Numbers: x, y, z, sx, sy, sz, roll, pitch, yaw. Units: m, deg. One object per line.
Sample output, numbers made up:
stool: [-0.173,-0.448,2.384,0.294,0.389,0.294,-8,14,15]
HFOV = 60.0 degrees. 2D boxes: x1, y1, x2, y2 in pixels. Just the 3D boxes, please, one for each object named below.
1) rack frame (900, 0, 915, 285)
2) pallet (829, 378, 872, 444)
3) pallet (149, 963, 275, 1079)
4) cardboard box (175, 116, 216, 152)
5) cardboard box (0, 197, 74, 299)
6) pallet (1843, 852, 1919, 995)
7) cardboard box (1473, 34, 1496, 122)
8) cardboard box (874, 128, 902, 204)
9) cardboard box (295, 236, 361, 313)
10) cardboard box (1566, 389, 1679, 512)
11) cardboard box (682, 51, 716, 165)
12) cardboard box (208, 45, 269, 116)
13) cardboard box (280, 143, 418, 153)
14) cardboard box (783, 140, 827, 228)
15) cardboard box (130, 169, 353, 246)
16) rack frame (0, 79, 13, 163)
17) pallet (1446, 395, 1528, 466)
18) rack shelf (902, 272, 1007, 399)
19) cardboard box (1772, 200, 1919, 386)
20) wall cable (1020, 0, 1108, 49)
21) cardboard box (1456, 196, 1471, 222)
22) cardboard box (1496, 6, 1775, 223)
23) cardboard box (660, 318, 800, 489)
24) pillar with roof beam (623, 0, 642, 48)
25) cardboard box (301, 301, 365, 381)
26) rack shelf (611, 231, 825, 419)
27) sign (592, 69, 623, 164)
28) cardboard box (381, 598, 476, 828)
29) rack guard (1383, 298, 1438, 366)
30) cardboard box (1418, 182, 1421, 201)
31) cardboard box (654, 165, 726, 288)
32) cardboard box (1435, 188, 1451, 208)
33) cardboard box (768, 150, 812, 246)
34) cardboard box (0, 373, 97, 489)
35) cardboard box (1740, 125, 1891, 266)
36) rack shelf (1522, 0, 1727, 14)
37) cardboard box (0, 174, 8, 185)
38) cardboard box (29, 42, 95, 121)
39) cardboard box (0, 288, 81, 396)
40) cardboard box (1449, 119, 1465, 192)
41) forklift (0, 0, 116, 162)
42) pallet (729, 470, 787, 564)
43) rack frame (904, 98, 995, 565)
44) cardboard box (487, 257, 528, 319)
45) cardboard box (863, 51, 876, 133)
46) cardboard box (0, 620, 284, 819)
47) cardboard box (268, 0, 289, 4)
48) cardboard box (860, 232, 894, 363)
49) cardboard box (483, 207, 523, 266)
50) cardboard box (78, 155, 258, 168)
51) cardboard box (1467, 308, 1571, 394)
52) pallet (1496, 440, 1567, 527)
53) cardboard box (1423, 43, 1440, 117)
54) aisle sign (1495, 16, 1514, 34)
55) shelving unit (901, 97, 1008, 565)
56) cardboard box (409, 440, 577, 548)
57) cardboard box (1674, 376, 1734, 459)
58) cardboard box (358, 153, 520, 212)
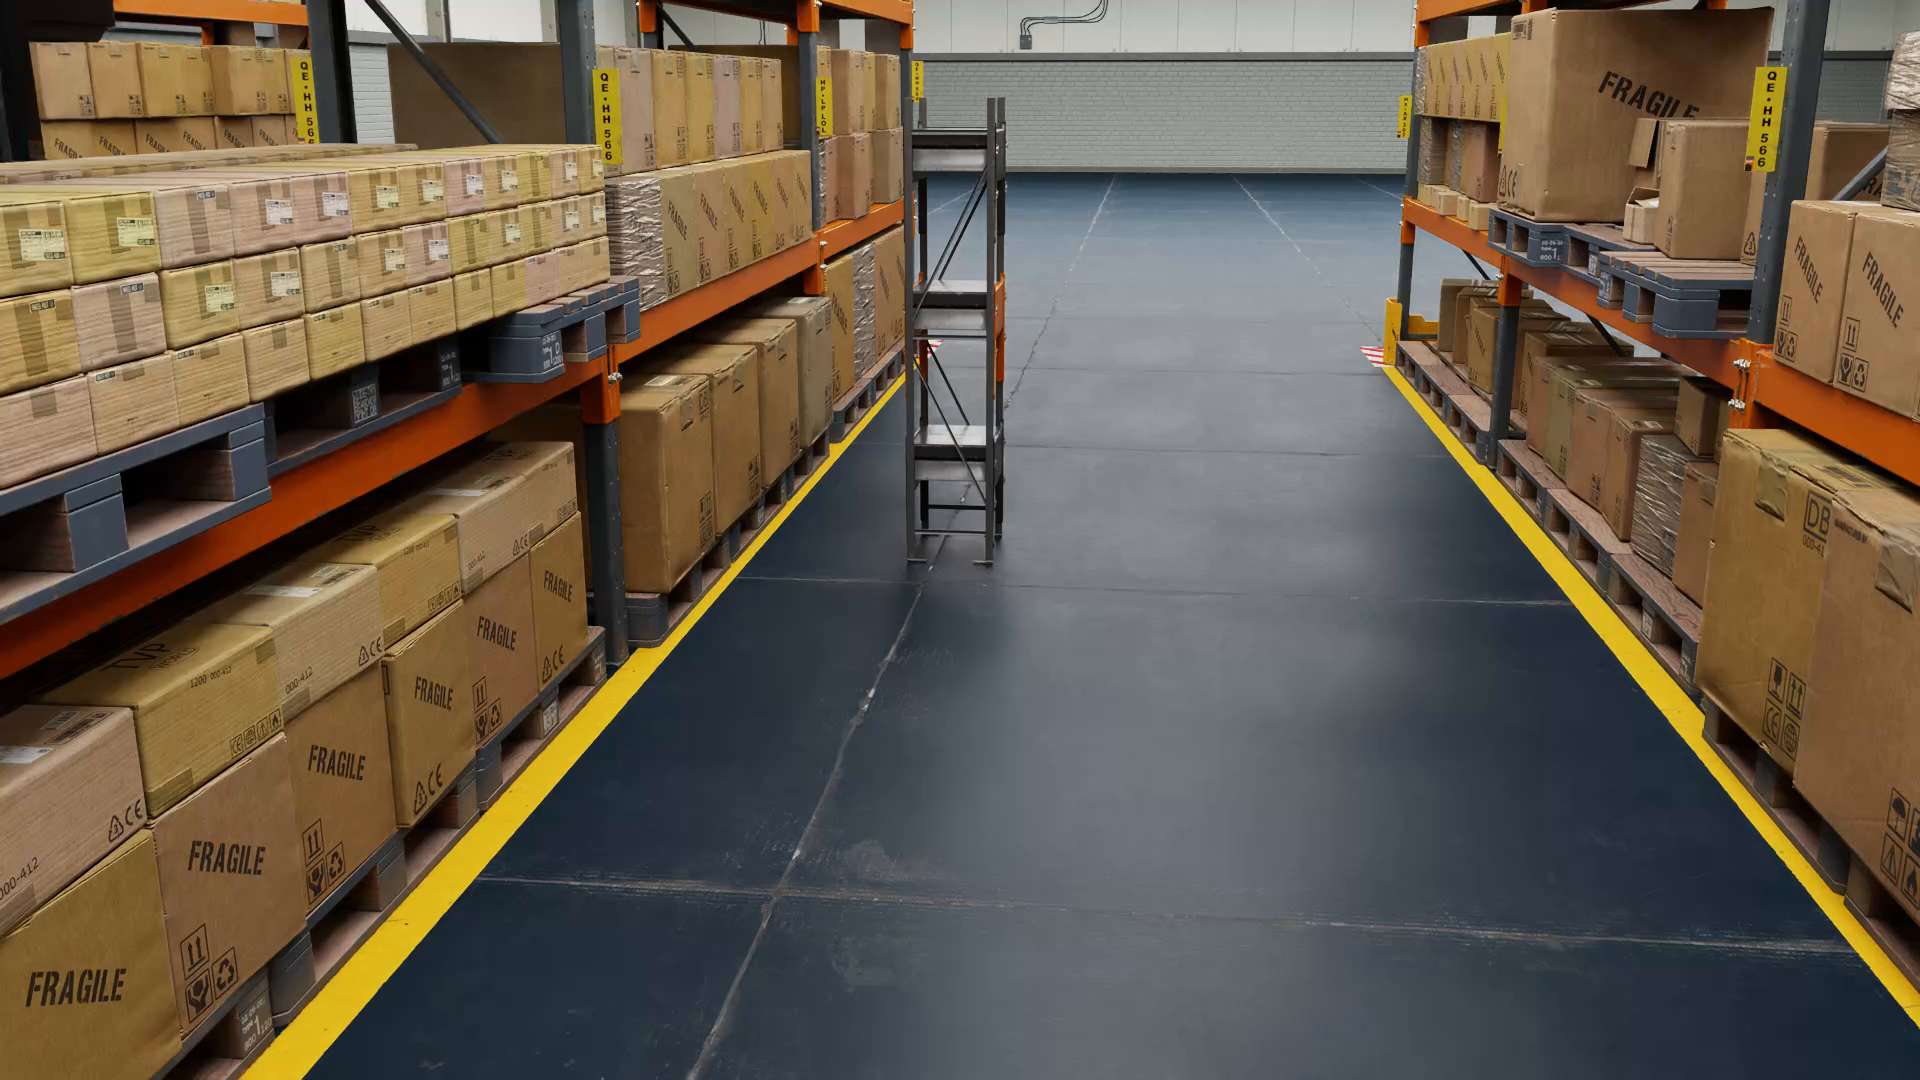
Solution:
rack frame: [-0.885,-3.062,13.738,1.000,3.000,0.127,2,15,6]
pallet: [-1.173,-0.873,10.986,1.003,0.211,1.213,2,15,6]
pallet: [-2.153,1.195,3.339,1.003,0.211,1.213,2,15,6]
cardboard box: [-5.799,-2.834,12.134,0.500,0.500,0.500,2,15,7]
cardboard box: [-1.712,-0.479,2.724,0.380,0.149,0.250,2,15,8]
pallet: [2.825,1.049,3.877,1.003,0.211,1.213,2,15,6]
cardboard box: [3.413,-2.781,10.023,0.500,0.500,0.500,2,15,6]
cardboard box: [-0.922,-2.893,12.828,0.875,0.550,0.550,2,15,6]
cardboard box: [-1.594,-0.603,3.754,0.380,0.149,0.250,1,15,5]
cardboard box: [3.355,-0.431,7.954,0.700,0.500,0.500,0,15,1]
cardboard box: [-1.558,-2.031,7.819,0.700,0.500,0.500,2,15,6]
cardboard box: [-5.675,-3.450,12.499,0.700,0.500,0.500,2,15,6]
cardboard box: [-2.033,-1.240,5.539,0.380,0.149,0.250,2,15,6]
cardboard box: [-1.307,-2.193,10.237,0.875,0.550,0.550,2,15,6]
cardboard box: [-1.593,-0.742,3.696,0.380,0.149,0.250,2,15,8]
rack frame: [-6.266,-2.144,10.344,1.000,3.000,0.127,2,15,6]
pallet: [3.621,-0.681,10.276,1.003,0.211,1.213,2,15,6]
rack shelf: [-0.019,-0.957,7.733,0.431,0.518,0.480,2,15,6]
cardboard box: [2.804,-0.745,4.978,0.500,0.500,0.500,2,15,8]
wall cable: [2.741,-15.932,43.328,2.305,6.003,0.169,2,15,6]
cardboard box: [3.497,-2.184,10.972,0.380,0.149,0.250,2,15,6]
cardboard box: [3.352,-2.142,8.384,1.000,1.000,1.000,2,15,7]
cardboard box: [-1.430,-0.727,8.610,1.050,0.750,0.750,2,15,6]
pillar with roof beam: [-4.059,-13.722,41.671,9.100,9.000,0.400,2,15,6]
cardboard box: [-1.595,-0.458,3.787,0.380,0.149,0.250,1,15,5]
rack shelf: [-1.562,-1.158,8.077,1.077,0.370,4.000,2,15,6]
sign: [-1.247,-1.494,5.874,0.100,0.325,0.005,2,15,6]
cardboard box: [-1.708,0.468,4.670,0.500,0.500,0.500,1,15,4]
rack guard: [4.023,-1.663,13.354,1.175,0.500,0.348,2,15,6]
cardboard box: [3.763,-2.701,12.886,0.380,0.149,0.250,2,15,6]
cardboard box: [-1.357,-1.406,7.425,0.500,0.500,0.500,2,15,6]
cardboard box: [3.630,-2.442,11.929,0.380,0.149,0.250,2,15,6]
cardboard box: [-1.130,-1.929,9.359,0.500,0.500,0.500,2,15,6]
cardboard box: [-1.712,-0.191,2.800,0.380,0.149,0.250,2,15,7]
cardboard box: [3.150,-1.207,5.882,0.500,0.500,0.500,0,15,-1]
rack shelf: [3.355,-2.434,7.048,1.077,0.370,4.000,2,15,6]
cardboard box: [-2.266,-0.696,3.527,0.380,0.149,0.250,1,15,4]
cardboard box: [-6.001,-2.926,10.560,0.700,0.500,0.500,2,15,6]
cardboard box: [-1.710,-0.330,2.744,0.380,0.149,0.250,1,15,5]
cardboard box: [3.906,-2.678,11.557,0.875,0.500,0.500,2,15,6]
forklift: [-4.009,-1.109,6.647,1.130,2.935,3.031,1,15,2]
pallet: [-1.484,-0.158,8.344,1.003,0.211,1.213,2,15,6]
rack frame: [-0.046,-0.907,7.495,0.400,2.100,0.015,2,15,6]
cardboard box: [-1.477,-0.731,4.796,0.380,0.149,0.250,1,15,6]
cardboard box: [-1.064,-3.132,11.643,0.875,0.550,0.500,2,15,6]
cardboard box: [-1.835,0.371,3.593,0.500,0.250,0.500,2,15,8]
cardboard box: [-5.573,-4.342,13.207,0.380,0.149,0.250,2,15,7]
cardboard box: [-0.993,-1.833,12.459,0.875,0.875,0.875,1,15,5]
cardboard box: [-1.475,-0.868,4.732,0.380,0.149,0.250,2,15,6]
cardboard box: [-2.151,-0.969,4.536,0.380,0.149,0.250,2,15,9]
cardboard box: [3.715,-1.263,11.069,0.500,0.500,0.500,0,15,1]
pallet: [3.494,-0.304,8.881,1.003,0.211,1.213,2,15,6]
cardboard box: [3.636,-3.300,11.942,0.500,0.500,0.500,2,15,6]
aisle sign: [4.337,-4.151,12.788,0.394,0.787,0.004,2,15,6]
shelving unit: [-0.019,-0.971,7.729,0.431,2.100,0.503,2,15,6]
cardboard box: [-1.604,-0.160,5.554,0.500,0.250,0.500,1,15,5]
cardboard box: [3.225,-0.495,6.754,0.500,0.250,0.500,3,16,13]
cardboard box: [-1.474,-1.012,4.697,0.380,0.149,0.250,2,15,8]
